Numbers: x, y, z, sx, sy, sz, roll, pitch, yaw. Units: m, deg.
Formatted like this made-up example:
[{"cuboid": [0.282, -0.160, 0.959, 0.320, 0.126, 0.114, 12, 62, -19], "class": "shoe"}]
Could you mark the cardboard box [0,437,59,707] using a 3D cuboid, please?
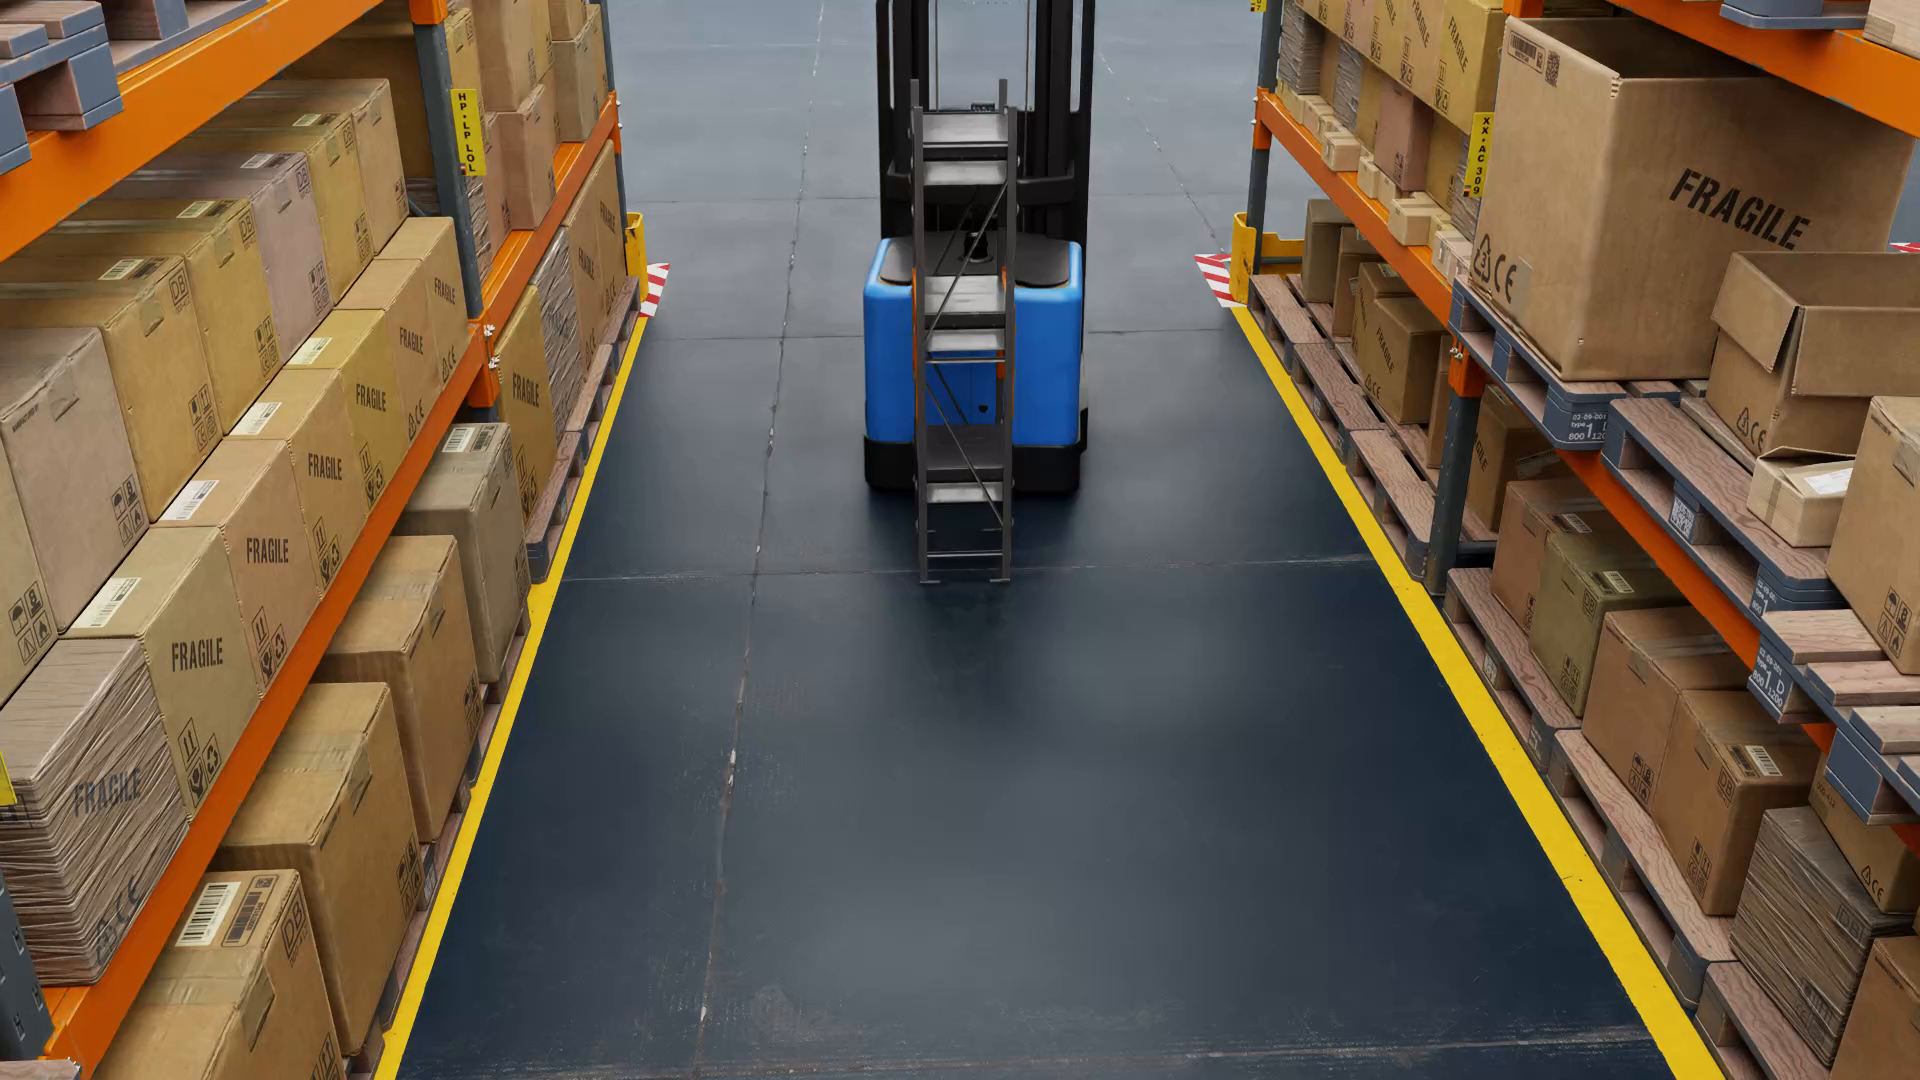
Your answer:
[{"cuboid": [-2.209, 0.107, 3.112, 0.700, 0.500, 0.500, -2, 28, -3], "class": "cardboard box"}]

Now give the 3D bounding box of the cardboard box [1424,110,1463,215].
[{"cuboid": [2.601, -1.735, 7.404, 0.875, 0.500, 0.500, -1, 28, -3], "class": "cardboard box"}]

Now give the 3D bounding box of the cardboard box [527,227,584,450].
[{"cuboid": [-2.419, -0.997, 8.262, 0.875, 0.875, 0.875, -1, 28, -2], "class": "cardboard box"}]

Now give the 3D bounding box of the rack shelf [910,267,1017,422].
[{"cuboid": [0.009, -0.842, 7.124, 0.431, 0.518, 0.480, -1, 28, -3], "class": "rack shelf"}]

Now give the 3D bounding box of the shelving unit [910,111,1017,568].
[{"cuboid": [-5.799, -2.069, 6.045, 12.070, 5.092, 0.667, -1, 28, -3], "class": "shelving unit"}]

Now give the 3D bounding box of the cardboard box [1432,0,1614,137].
[{"cuboid": [2.255, -1.939, 6.713, 0.500, 0.500, 0.500, -1, 28, -3], "class": "cardboard box"}]

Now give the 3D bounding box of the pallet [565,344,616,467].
[{"cuboid": [-2.433, -0.726, 8.915, 1.003, 0.211, 1.213, -1, 28, -3], "class": "pallet"}]

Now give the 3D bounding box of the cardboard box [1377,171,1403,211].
[{"cuboid": [2.233, -1.677, 7.994, 0.380, 0.149, 0.250, -1, 28, -3], "class": "cardboard box"}]

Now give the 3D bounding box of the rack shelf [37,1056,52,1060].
[{"cuboid": [-2.091, 2.045, 1.364, 1.077, 0.370, 4.000, -1, 28, -3], "class": "rack shelf"}]

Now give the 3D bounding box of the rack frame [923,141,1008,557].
[{"cuboid": [0.020, -0.742, 6.902, 0.380, 1.831, 0.006, -1, 28, -3], "class": "rack frame"}]

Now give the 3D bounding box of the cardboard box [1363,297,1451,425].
[{"cuboid": [2.424, -0.931, 8.540, 0.500, 0.500, 0.500, -4, 28, -7], "class": "cardboard box"}]

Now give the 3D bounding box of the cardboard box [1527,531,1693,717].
[{"cuboid": [2.570, 0.300, 6.159, 0.700, 0.500, 0.500, -2, 28, -3], "class": "cardboard box"}]

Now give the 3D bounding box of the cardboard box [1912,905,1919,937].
[{"cuboid": [2.698, 1.001, 4.003, 0.500, 0.250, 0.500, 0, 28, -1], "class": "cardboard box"}]

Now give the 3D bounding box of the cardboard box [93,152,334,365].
[{"cuboid": [-2.318, -0.833, 4.913, 0.700, 0.500, 0.500, -1, 28, -2], "class": "cardboard box"}]

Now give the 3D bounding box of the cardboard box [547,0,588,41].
[{"cuboid": [-2.512, -3.013, 8.954, 0.875, 0.550, 0.550, -1, 28, -3], "class": "cardboard box"}]

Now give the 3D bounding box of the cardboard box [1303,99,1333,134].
[{"cuboid": [2.147, -2.370, 9.322, 0.380, 0.149, 0.250, -1, 28, -3], "class": "cardboard box"}]

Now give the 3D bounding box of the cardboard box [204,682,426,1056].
[{"cuboid": [-2.187, 0.926, 4.709, 1.050, 0.750, 0.750, -1, 28, -2], "class": "cardboard box"}]

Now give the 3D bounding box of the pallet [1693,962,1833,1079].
[{"cuboid": [2.723, 1.605, 4.445, 1.003, 0.211, 1.213, -1, 28, -3], "class": "pallet"}]

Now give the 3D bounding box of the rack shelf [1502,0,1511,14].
[{"cuboid": [2.449, -3.053, 7.894, 1.077, 0.370, 4.000, -1, 28, -3], "class": "rack shelf"}]

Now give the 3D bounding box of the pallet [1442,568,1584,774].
[{"cuboid": [2.596, 0.478, 6.606, 1.003, 0.211, 1.213, -1, 28, -3], "class": "pallet"}]

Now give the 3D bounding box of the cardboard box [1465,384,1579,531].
[{"cuboid": [2.573, -0.382, 7.487, 0.500, 0.500, 0.500, -2, 28, -4], "class": "cardboard box"}]

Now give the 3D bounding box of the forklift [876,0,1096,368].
[{"cuboid": [0.146, -2.178, 8.757, 1.121, 2.935, 3.031, 2, 28, 3], "class": "forklift"}]

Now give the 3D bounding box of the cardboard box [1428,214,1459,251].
[{"cuboid": [2.292, -1.332, 7.331, 0.380, 0.149, 0.250, -1, 28, -3], "class": "cardboard box"}]

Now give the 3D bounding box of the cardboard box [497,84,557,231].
[{"cuboid": [-2.398, -1.787, 7.771, 0.875, 0.550, 0.550, -1, 28, -3], "class": "cardboard box"}]

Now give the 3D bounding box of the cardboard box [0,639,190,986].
[{"cuboid": [-1.950, 0.544, 3.355, 0.500, 0.500, 0.500, -1, 28, -2], "class": "cardboard box"}]

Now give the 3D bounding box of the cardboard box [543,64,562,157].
[{"cuboid": [-2.595, -2.273, 8.703, 0.875, 0.550, 0.550, -1, 28, -3], "class": "cardboard box"}]

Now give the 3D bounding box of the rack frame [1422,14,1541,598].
[{"cuboid": [2.554, -1.118, 6.650, 1.000, 3.000, 0.127, -1, 28, -3], "class": "rack frame"}]

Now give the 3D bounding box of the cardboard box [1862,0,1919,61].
[{"cuboid": [2.430, -1.209, 3.742, 0.500, 0.250, 0.500, -1, 28, -1], "class": "cardboard box"}]

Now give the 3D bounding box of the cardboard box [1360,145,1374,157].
[{"cuboid": [2.249, -1.909, 8.439, 0.380, 0.149, 0.250, -1, 28, -3], "class": "cardboard box"}]

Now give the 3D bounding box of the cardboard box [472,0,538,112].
[{"cuboid": [-2.425, -2.265, 7.520, 0.875, 0.550, 0.550, -1, 28, -3], "class": "cardboard box"}]

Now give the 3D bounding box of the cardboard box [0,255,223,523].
[{"cuboid": [-2.266, -0.363, 4.014, 0.700, 0.500, 0.500, -2, 28, -3], "class": "cardboard box"}]

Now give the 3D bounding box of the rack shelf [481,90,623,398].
[{"cuboid": [-2.509, -1.650, 8.447, 1.077, 0.370, 4.000, -1, 28, -3], "class": "rack shelf"}]

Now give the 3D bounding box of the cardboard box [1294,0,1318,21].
[{"cuboid": [2.121, -3.093, 8.926, 0.500, 0.500, 0.500, -1, 28, -3], "class": "cardboard box"}]

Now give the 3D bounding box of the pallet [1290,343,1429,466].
[{"cuboid": [2.417, -0.756, 8.971, 1.003, 0.211, 1.213, -1, 28, -3], "class": "pallet"}]

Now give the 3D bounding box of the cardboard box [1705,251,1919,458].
[{"cuboid": [2.737, -0.552, 4.998, 0.797, 0.503, 0.637, 1, 28, 3], "class": "cardboard box"}]

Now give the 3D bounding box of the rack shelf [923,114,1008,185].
[{"cuboid": [0.009, -1.584, 6.737, 0.368, 0.174, 0.457, -1, 28, -3], "class": "rack shelf"}]

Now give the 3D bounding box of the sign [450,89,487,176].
[{"cuboid": [-1.863, -1.541, 6.294, 0.100, 0.325, 0.005, -1, 28, -3], "class": "sign"}]

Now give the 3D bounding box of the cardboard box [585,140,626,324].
[{"cuboid": [-2.512, -1.825, 9.849, 0.875, 0.875, 0.875, -1, 28, -2], "class": "cardboard box"}]

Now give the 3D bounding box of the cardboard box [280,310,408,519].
[{"cuboid": [-2.058, -0.388, 5.142, 0.500, 0.500, 0.500, -1, 28, -2], "class": "cardboard box"}]

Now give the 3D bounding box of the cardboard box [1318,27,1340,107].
[{"cuboid": [2.492, -2.659, 9.175, 0.875, 0.500, 0.500, -1, 28, -3], "class": "cardboard box"}]

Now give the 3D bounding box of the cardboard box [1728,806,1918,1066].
[{"cuboid": [2.666, 1.078, 4.668, 0.700, 0.500, 0.500, -4, 28, -7], "class": "cardboard box"}]

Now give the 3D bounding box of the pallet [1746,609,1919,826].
[{"cuboid": [2.619, 0.488, 3.779, 1.213, 0.211, 1.003, -1, 28, -3], "class": "pallet"}]

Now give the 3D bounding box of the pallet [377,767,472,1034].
[{"cuboid": [-2.222, 1.111, 5.392, 1.003, 0.211, 1.213, -1, 28, -3], "class": "pallet"}]

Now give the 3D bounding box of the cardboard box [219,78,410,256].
[{"cuboid": [-2.373, -1.304, 5.816, 0.700, 0.500, 0.500, -2, 28, -4], "class": "cardboard box"}]

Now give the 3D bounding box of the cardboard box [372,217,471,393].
[{"cuboid": [-2.111, -0.855, 6.037, 0.500, 0.500, 0.500, -2, 28, -3], "class": "cardboard box"}]

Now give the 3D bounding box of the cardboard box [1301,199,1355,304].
[{"cuboid": [2.361, -1.754, 10.119, 0.500, 0.500, 0.500, 4, 28, 7], "class": "cardboard box"}]
